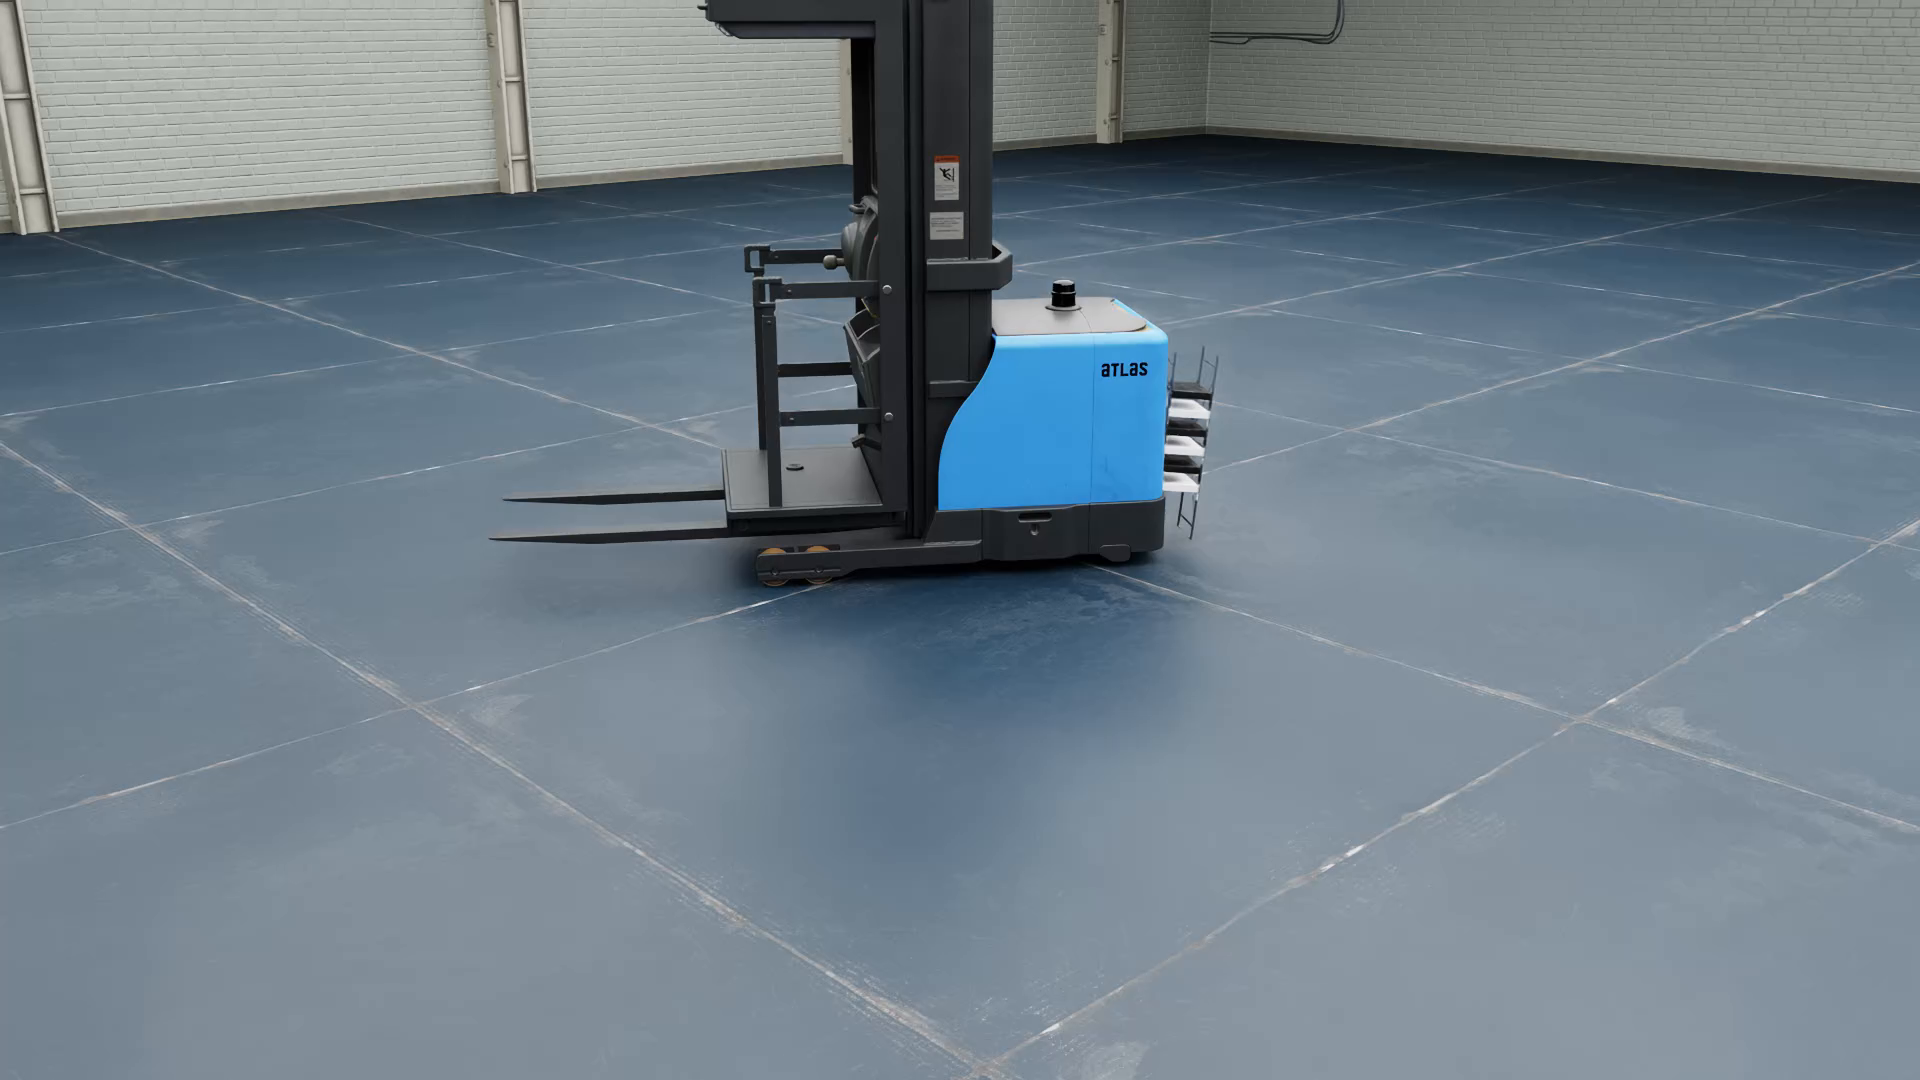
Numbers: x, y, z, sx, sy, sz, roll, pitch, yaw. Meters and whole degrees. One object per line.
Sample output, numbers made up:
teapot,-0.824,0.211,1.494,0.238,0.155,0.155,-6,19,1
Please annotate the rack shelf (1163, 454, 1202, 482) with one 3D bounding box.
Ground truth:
rack shelf,1.025,-0.352,7.983,0.200,0.077,0.258,3,17,-11

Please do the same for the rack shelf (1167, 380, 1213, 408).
rack shelf,1.061,-0.695,7.878,0.200,0.077,0.258,3,17,-11

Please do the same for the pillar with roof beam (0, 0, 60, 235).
pillar with roof beam,-7.396,-6.772,14.282,0.400,9.000,9.100,-16,24,-41

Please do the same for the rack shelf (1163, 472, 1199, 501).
rack shelf,1.016,-0.267,8.009,0.200,0.077,0.258,3,17,-11

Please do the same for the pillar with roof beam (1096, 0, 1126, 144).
pillar with roof beam,5.683,-10.586,26.046,0.400,9.000,9.100,-16,24,-41

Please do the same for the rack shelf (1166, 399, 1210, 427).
rack shelf,1.052,-0.609,7.904,0.200,0.077,0.258,3,17,-11

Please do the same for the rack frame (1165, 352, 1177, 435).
rack frame,0.937,-0.474,7.928,0.006,0.900,0.240,3,17,-11

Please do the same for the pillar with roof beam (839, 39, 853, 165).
pillar with roof beam,1.323,-9.315,22.124,0.400,9.000,9.100,-16,24,-41

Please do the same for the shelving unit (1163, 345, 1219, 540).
shelving unit,1.037,-0.470,7.947,0.210,0.900,0.258,3,17,-11

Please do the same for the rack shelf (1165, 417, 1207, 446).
rack shelf,1.043,-0.524,7.931,0.200,0.077,0.258,3,17,-11

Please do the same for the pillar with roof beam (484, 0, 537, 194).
pillar with roof beam,-3.037,-8.044,18.203,0.400,9.000,9.100,-16,24,-41

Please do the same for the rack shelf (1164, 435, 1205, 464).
rack shelf,1.034,-0.438,7.957,0.200,0.077,0.258,3,17,-11

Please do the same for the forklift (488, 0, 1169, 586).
forklift,-0.623,-1.364,7.439,3.031,2.935,1.130,-3,18,-9

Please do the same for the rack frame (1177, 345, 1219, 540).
rack frame,1.137,-0.465,7.966,0.006,0.900,0.240,3,17,-11

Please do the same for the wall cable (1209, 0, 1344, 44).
wall cable,5.774,-10.402,30.511,0.112,2.526,3.097,-16,24,-41
